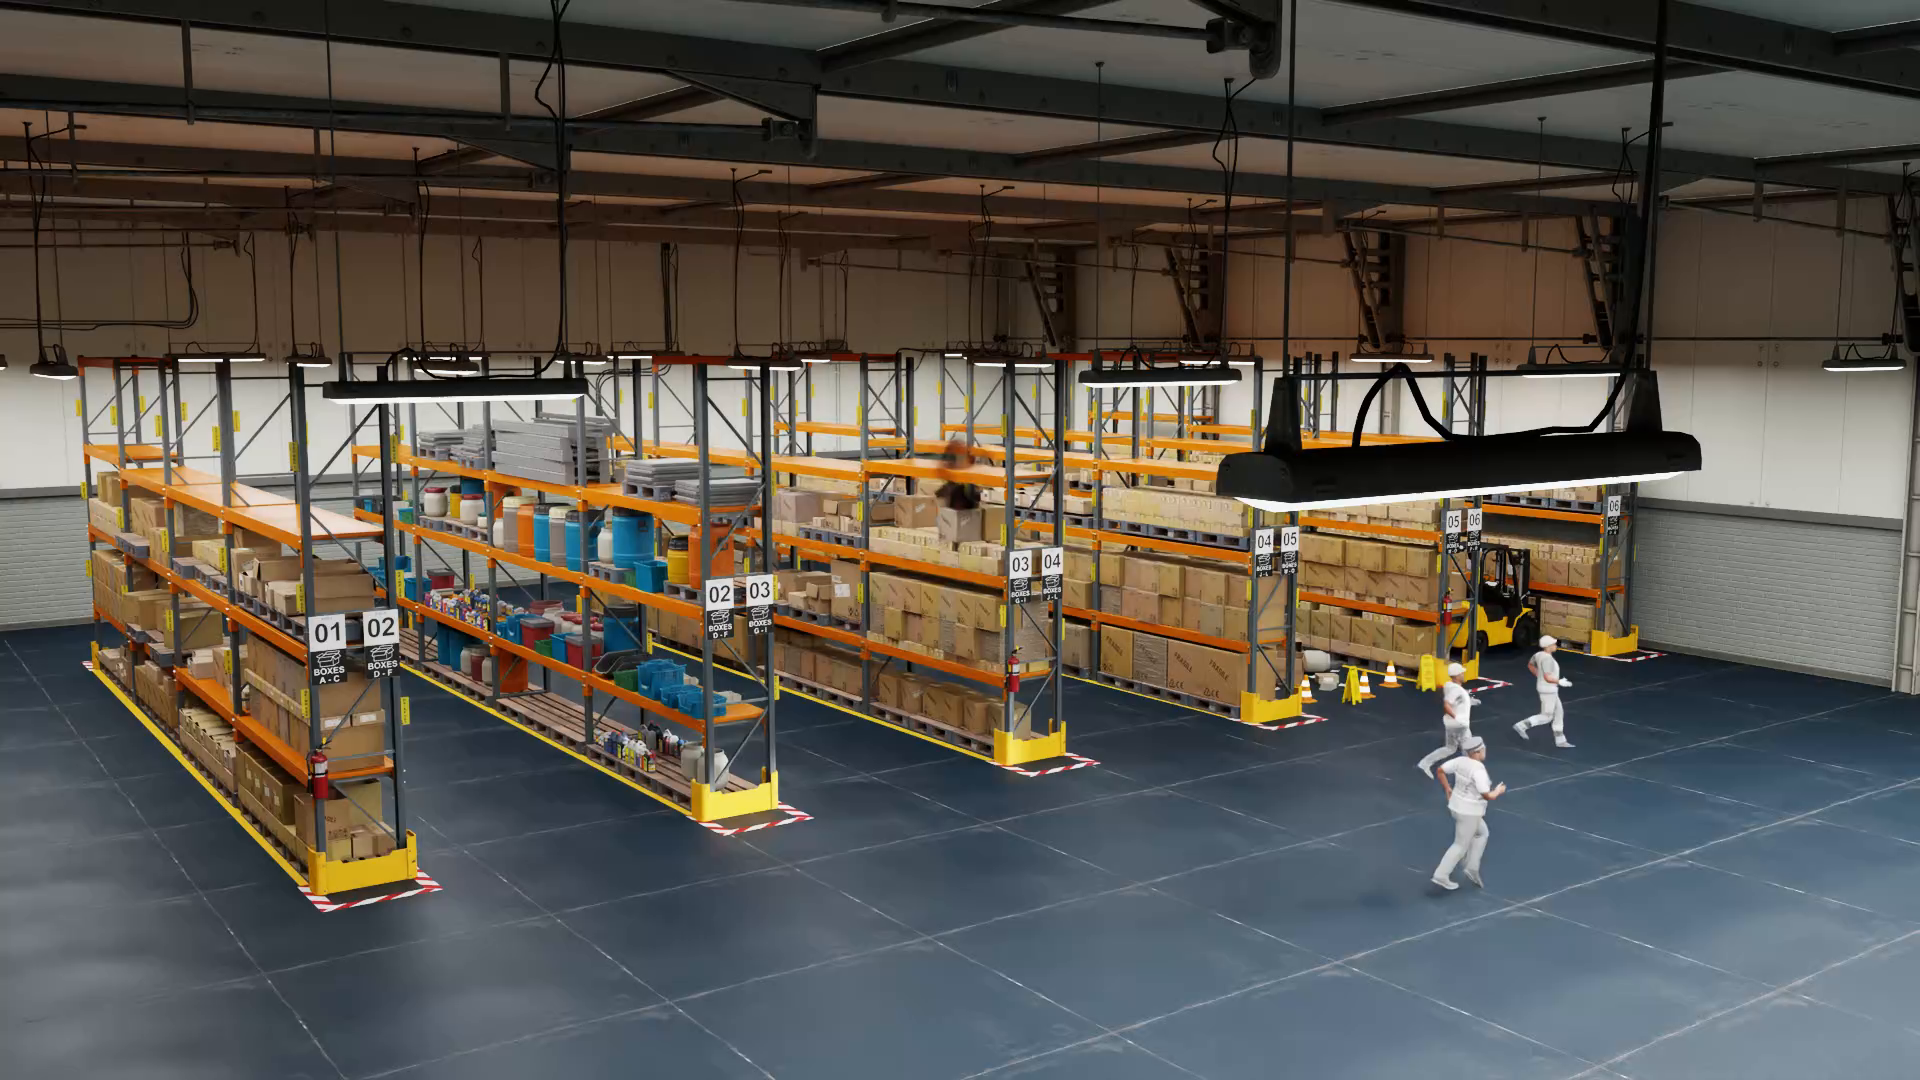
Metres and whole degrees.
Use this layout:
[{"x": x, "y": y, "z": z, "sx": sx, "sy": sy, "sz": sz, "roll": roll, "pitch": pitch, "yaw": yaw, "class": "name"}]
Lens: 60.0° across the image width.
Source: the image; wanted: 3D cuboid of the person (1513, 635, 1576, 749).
[{"x": 9.054, "y": 2.349, "z": 25.694, "sx": 0.962, "sy": 1.775, "sz": 0.667, "roll": 1, "pitch": 7, "yaw": 11, "class": "person"}]

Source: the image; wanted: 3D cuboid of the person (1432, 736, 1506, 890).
[{"x": 5.818, "y": 3.156, "z": 19.119, "sx": 0.911, "sy": 1.821, "sz": 0.673, "roll": -1, "pitch": 7, "yaw": -9, "class": "person"}]

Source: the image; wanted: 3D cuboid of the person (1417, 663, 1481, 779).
[{"x": 6.976, "y": 2.603, "z": 23.409, "sx": 0.986, "sy": 1.763, "sz": 0.693, "roll": 0, "pitch": 7, "yaw": 4, "class": "person"}]
